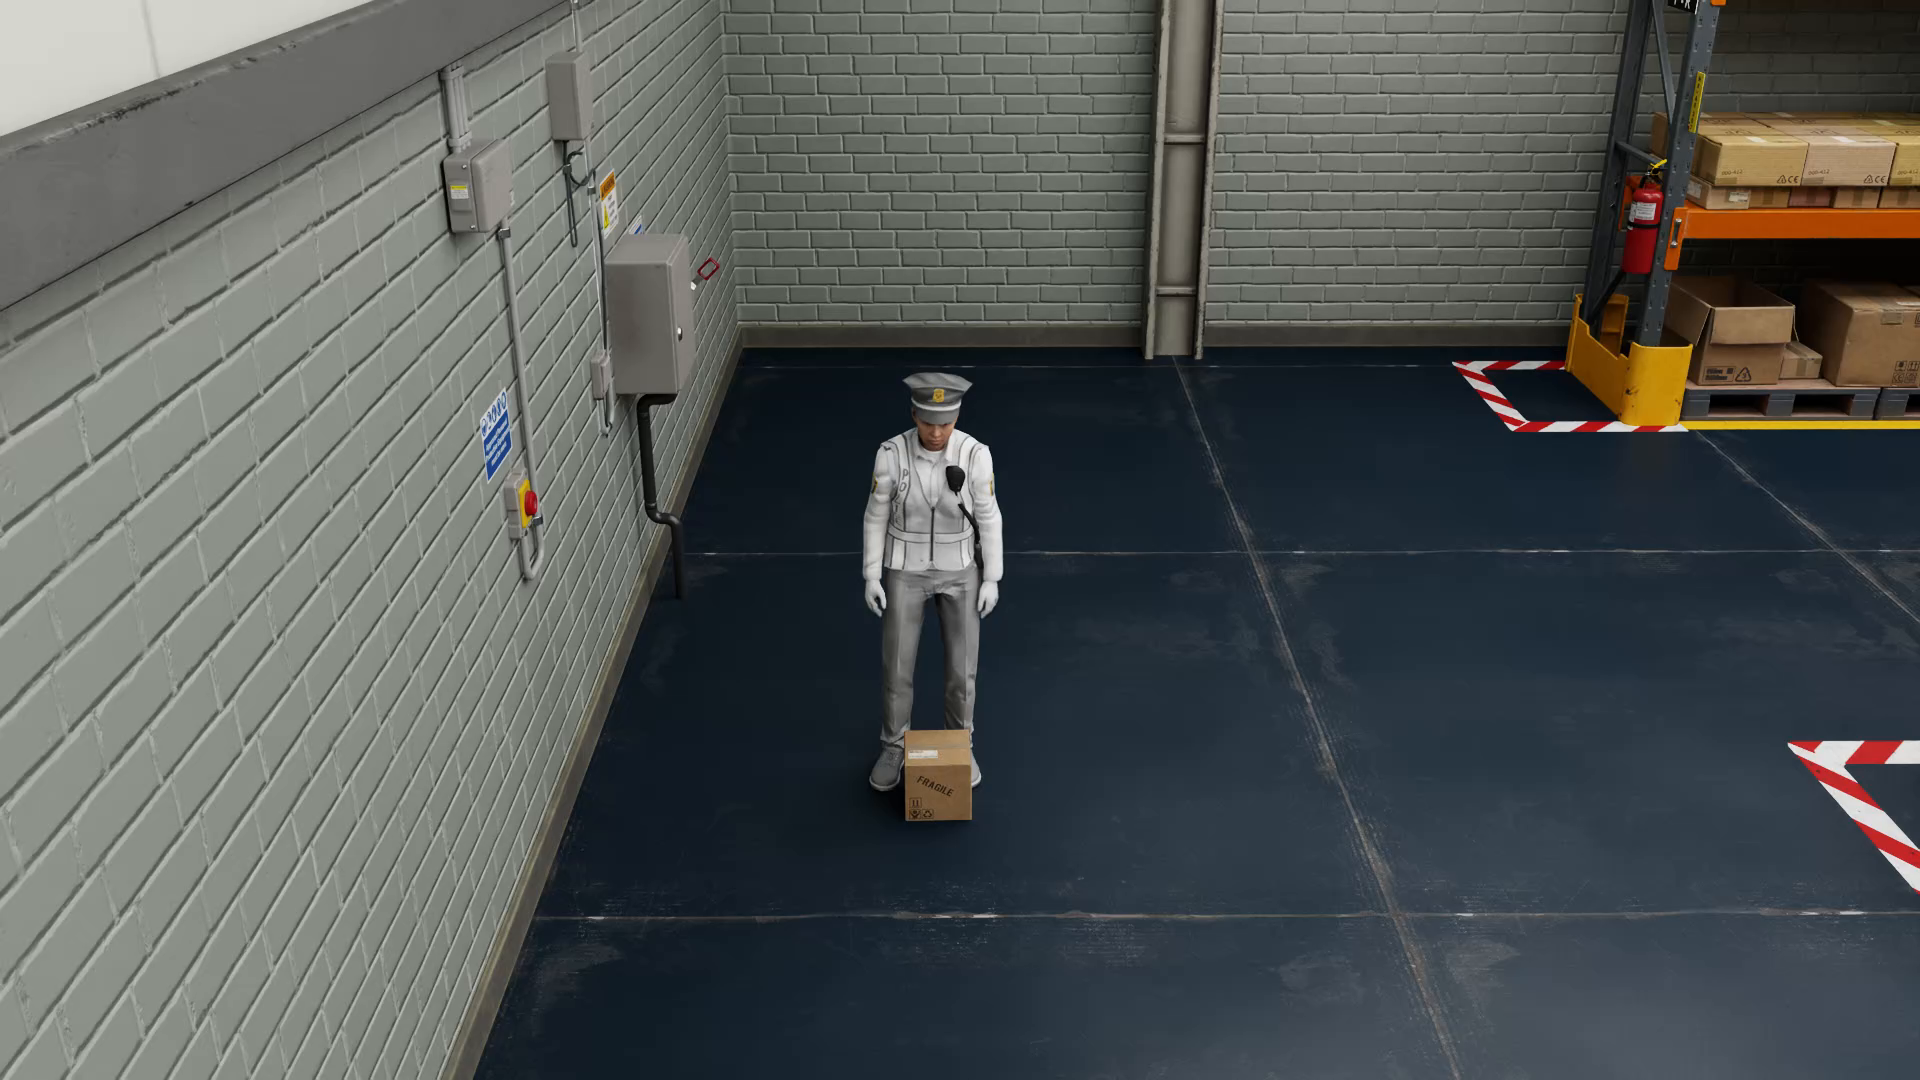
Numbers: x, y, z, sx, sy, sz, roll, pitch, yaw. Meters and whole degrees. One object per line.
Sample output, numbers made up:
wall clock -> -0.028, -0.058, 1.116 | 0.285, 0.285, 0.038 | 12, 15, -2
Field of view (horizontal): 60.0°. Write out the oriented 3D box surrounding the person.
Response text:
person -> -0.103, 0.152, 6.262 | 0.527, 1.663, 0.376 | 0, 24, -1
